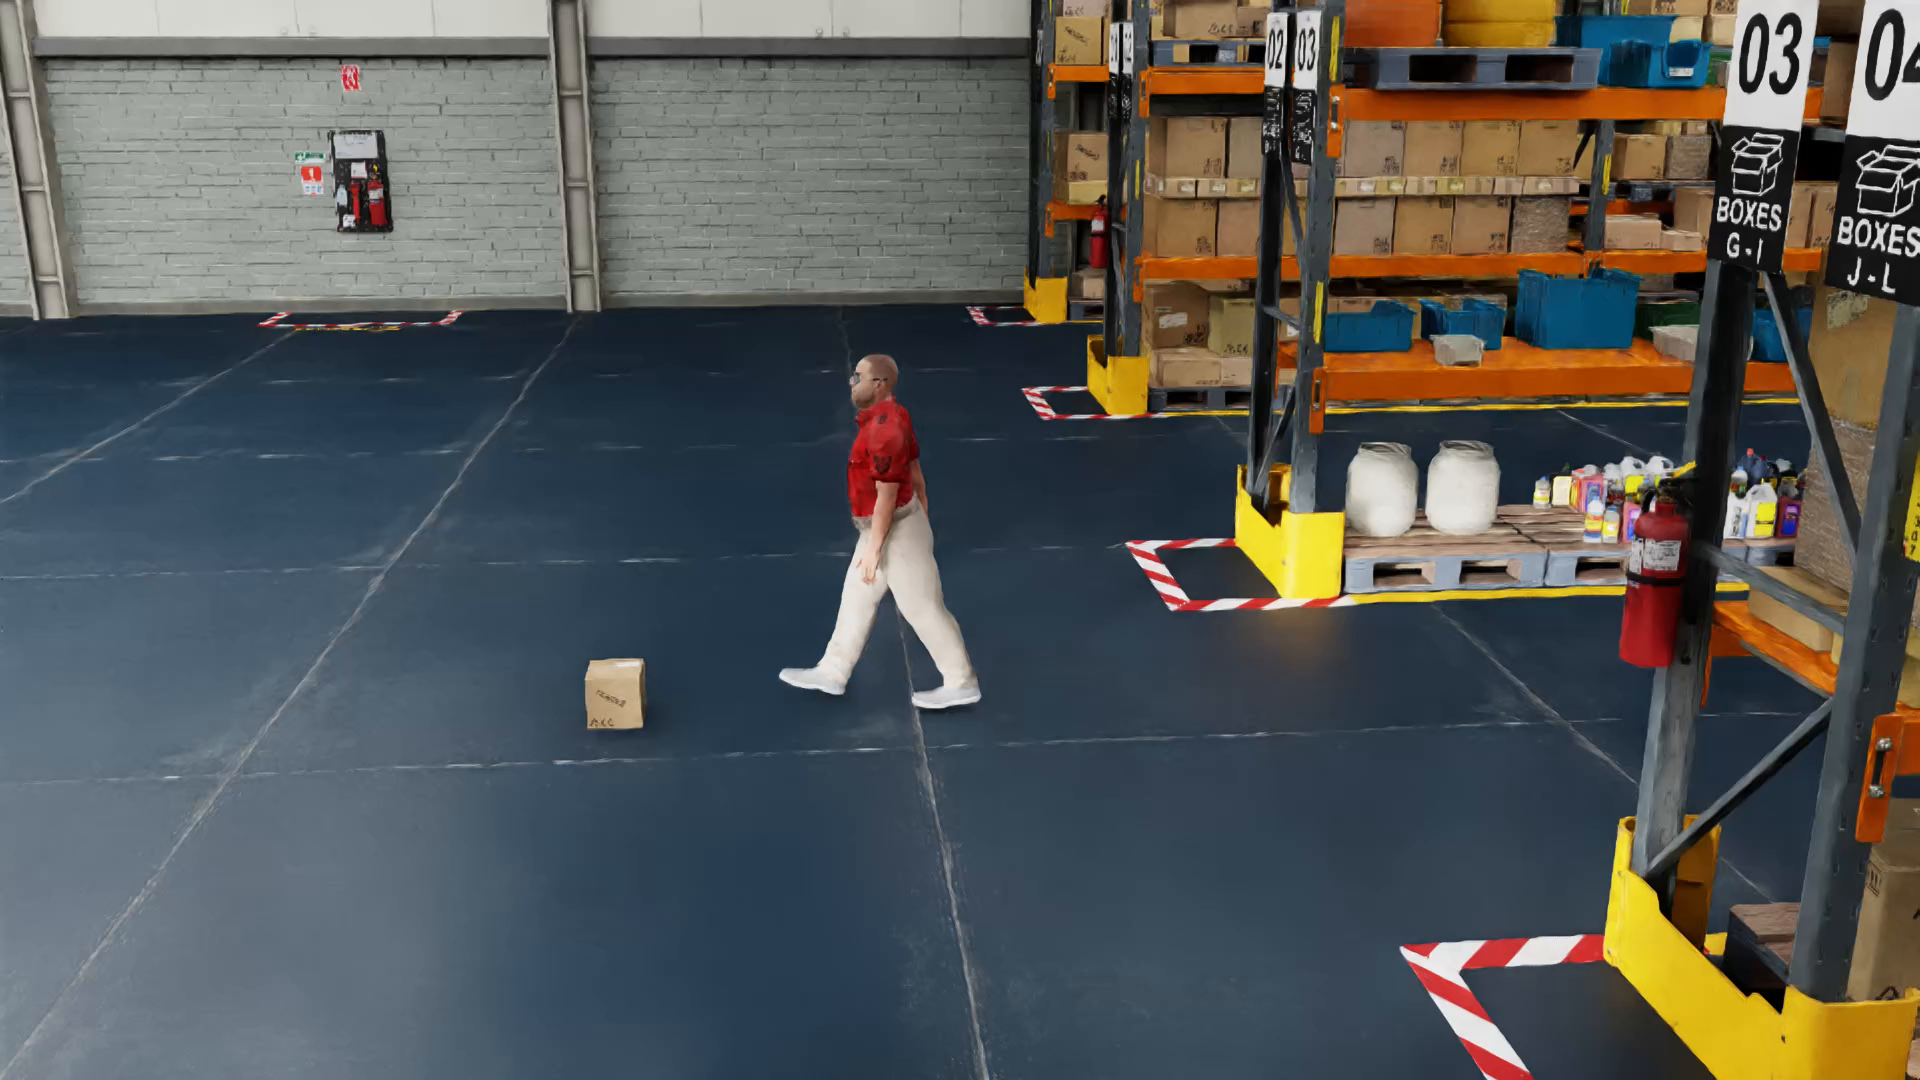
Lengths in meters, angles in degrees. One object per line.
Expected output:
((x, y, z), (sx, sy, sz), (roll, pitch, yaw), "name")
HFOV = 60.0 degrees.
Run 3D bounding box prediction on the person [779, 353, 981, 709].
((-0.381, -0.029, 7.674), (0.957, 1.675, 0.558), (-1, 17, -5), "person")
